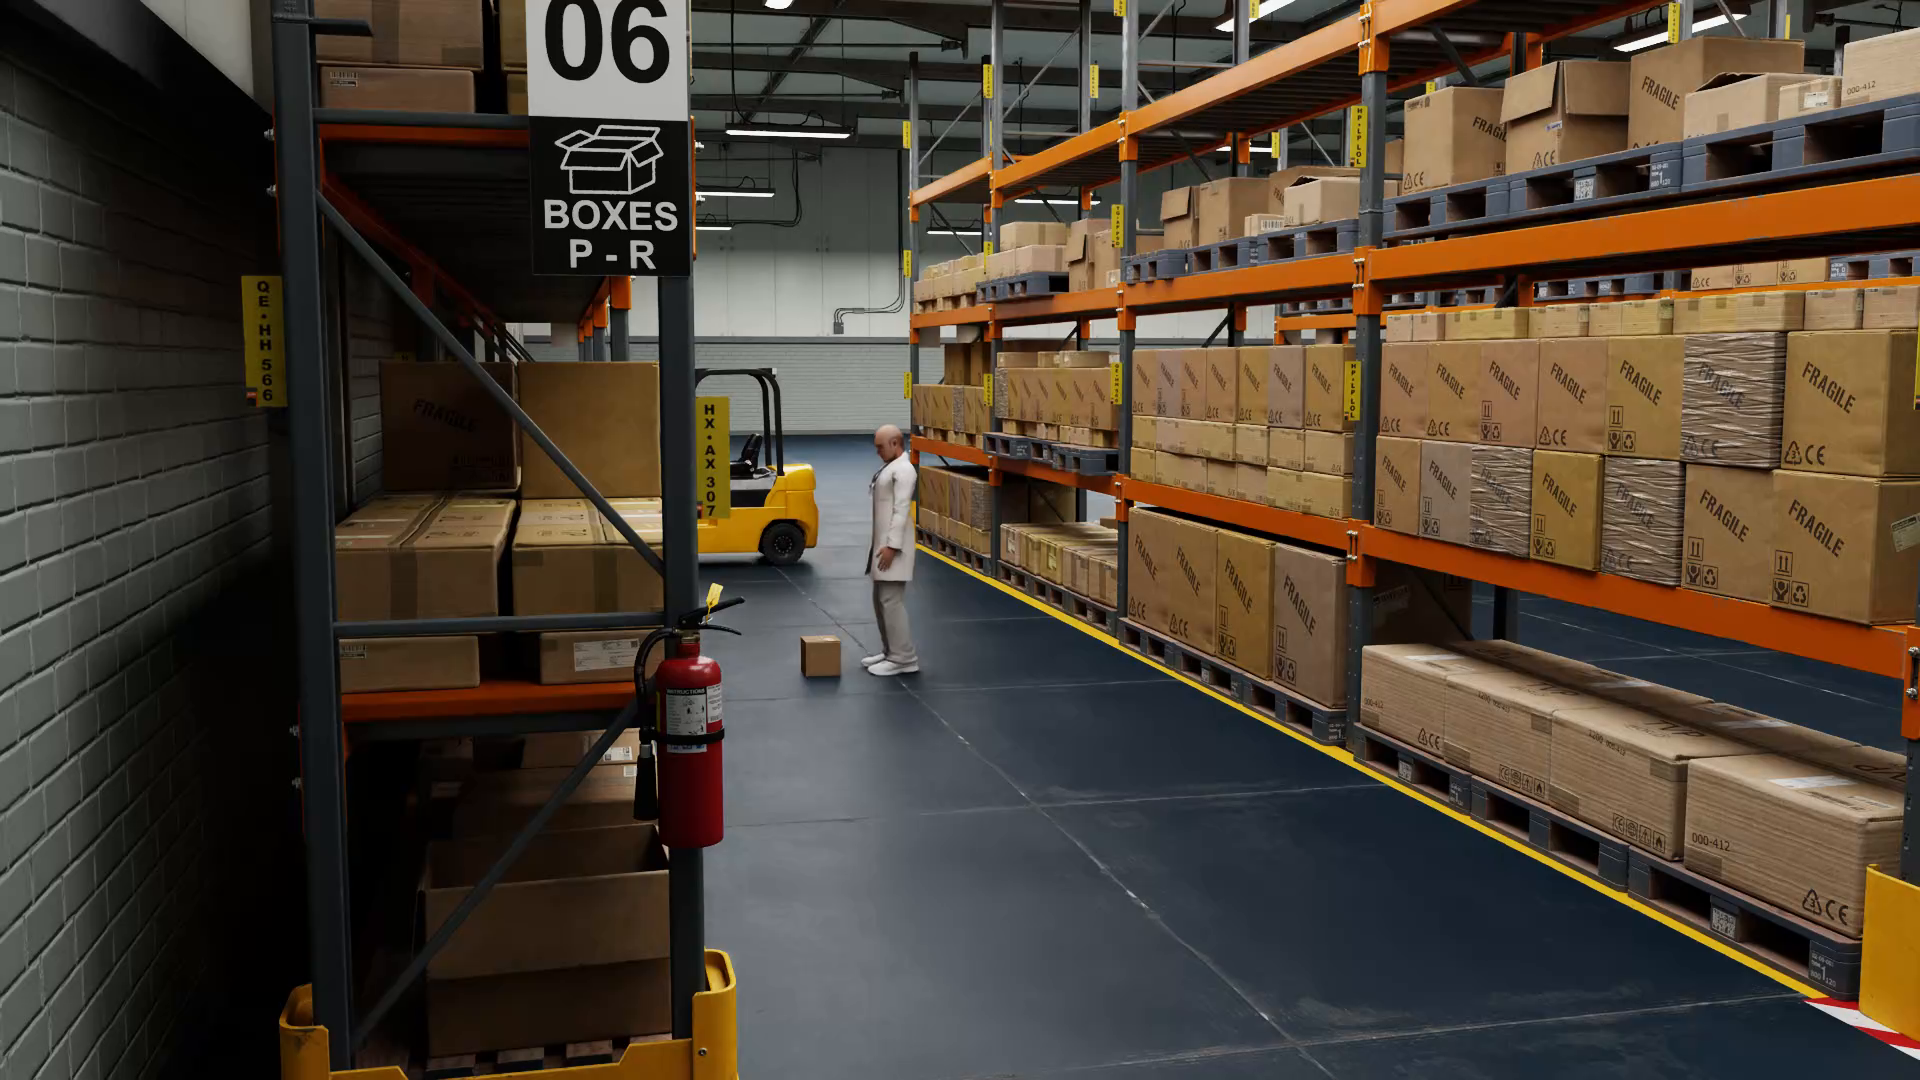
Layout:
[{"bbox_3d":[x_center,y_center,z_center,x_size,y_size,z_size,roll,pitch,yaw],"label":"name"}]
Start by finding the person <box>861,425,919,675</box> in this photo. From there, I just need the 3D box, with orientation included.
[{"bbox_3d":[-0.497,0.065,11.855,0.379,1.771,0.565,-1,6,-13],"label":"person"}]
